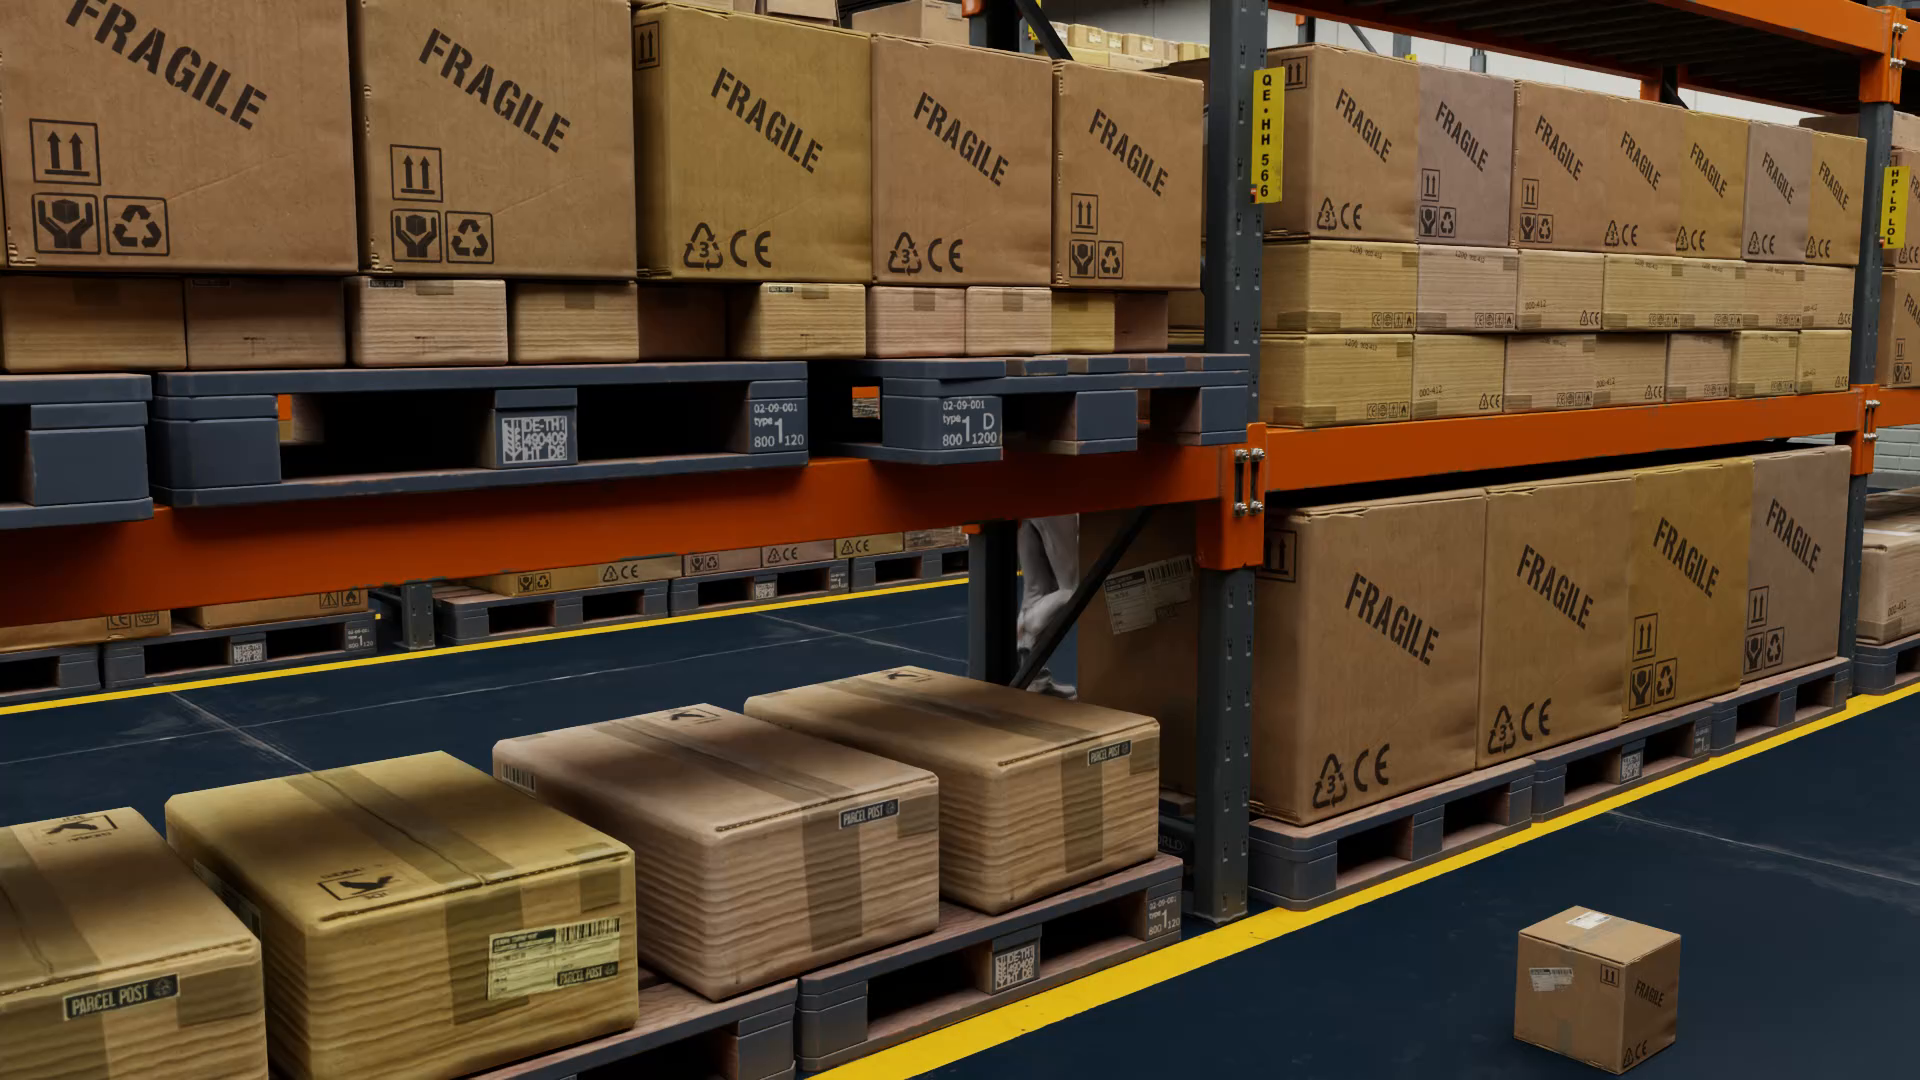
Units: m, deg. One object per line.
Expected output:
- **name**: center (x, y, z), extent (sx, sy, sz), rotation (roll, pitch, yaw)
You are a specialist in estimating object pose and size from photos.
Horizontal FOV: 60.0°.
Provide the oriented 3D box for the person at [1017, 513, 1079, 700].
- **person**: center (0.277, -0.136, 6.658), extent (0.604, 1.669, 0.501), rotation (-6, 10, -40)
